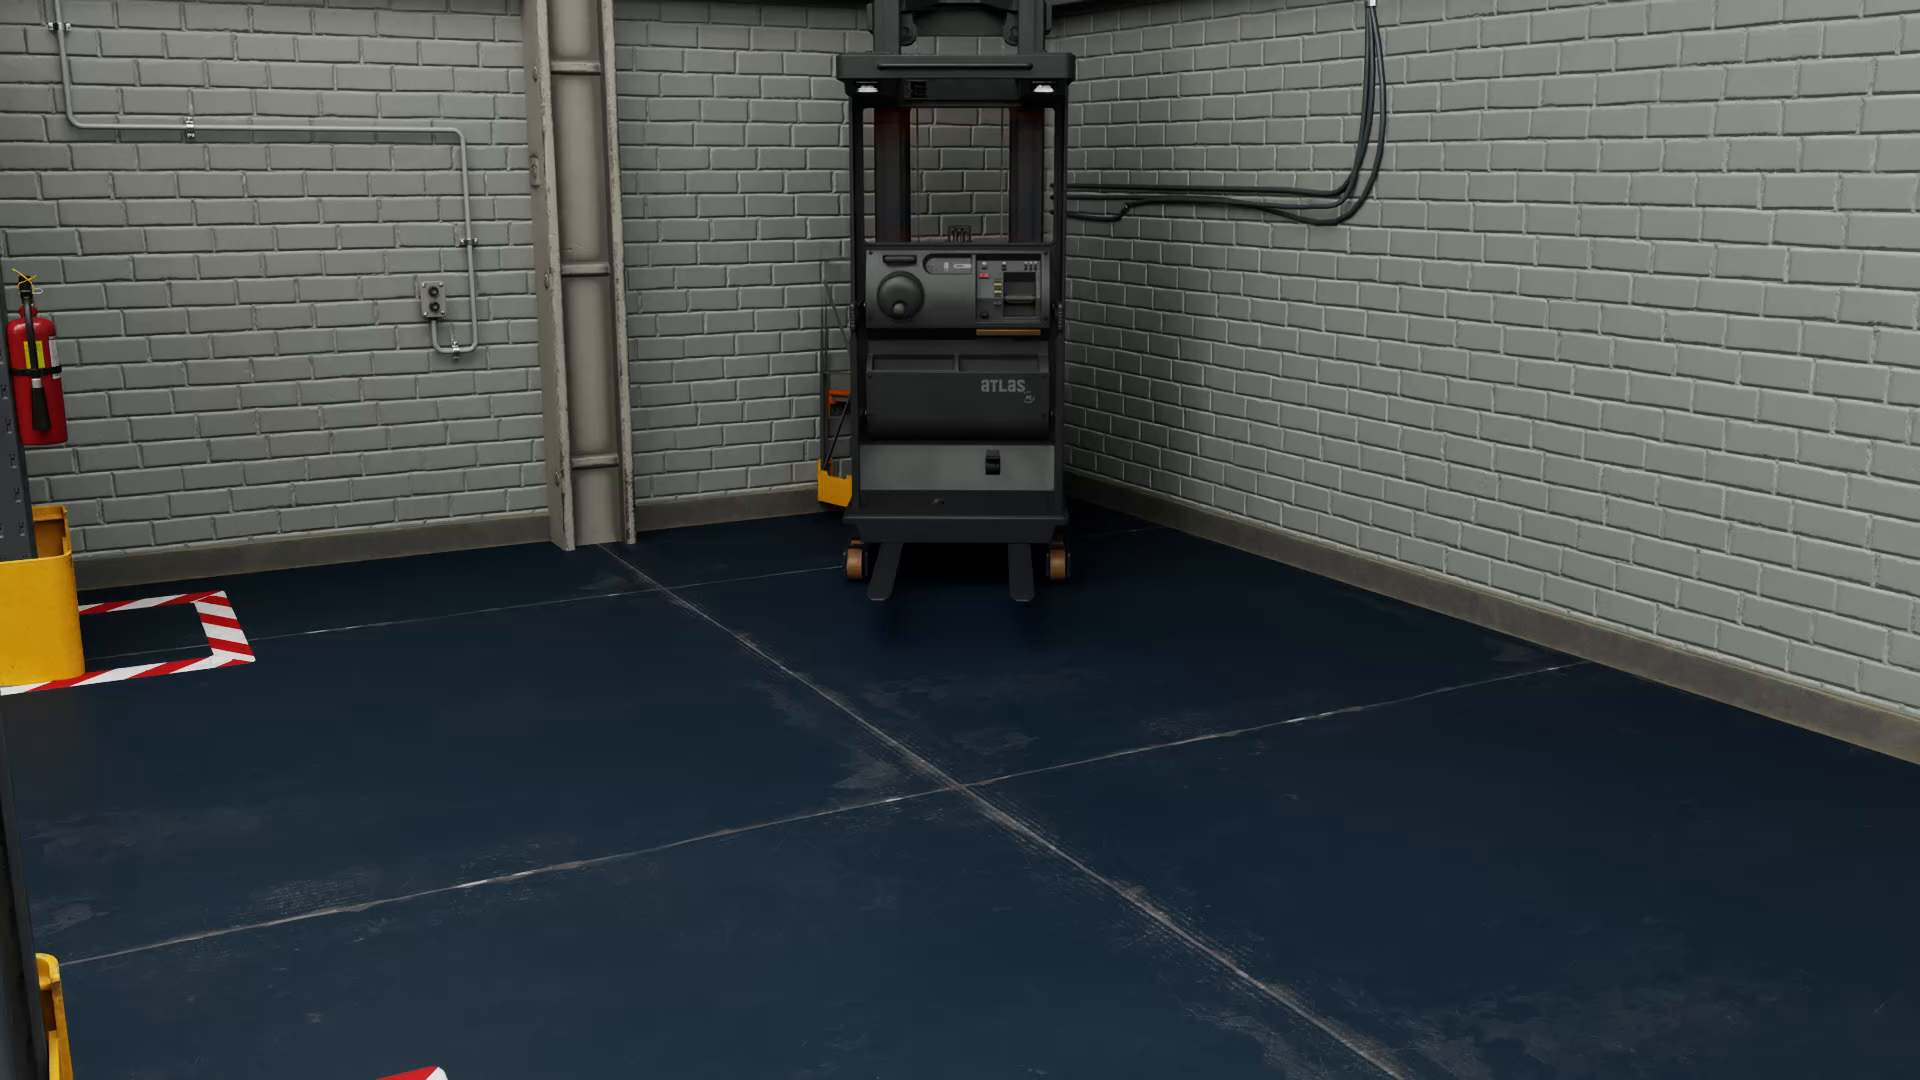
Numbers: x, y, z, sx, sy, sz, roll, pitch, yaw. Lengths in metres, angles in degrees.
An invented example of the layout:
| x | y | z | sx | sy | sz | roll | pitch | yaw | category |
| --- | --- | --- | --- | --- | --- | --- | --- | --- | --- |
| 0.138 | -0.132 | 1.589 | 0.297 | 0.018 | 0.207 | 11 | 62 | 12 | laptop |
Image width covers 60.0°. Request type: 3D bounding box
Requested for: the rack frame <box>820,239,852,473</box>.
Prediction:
| x | y | z | sx | sy | sz | roll | pitch | yaw | category |
| --- | --- | --- | --- | --- | --- | --- | --- | --- | --- |
| -0.691 | -0.947 | 9.484 | 0.032 | 1.500 | 0.500 | -4 | 8 | -27 | rack frame |

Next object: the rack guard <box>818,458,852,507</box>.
| x | y | z | sx | sy | sz | roll | pitch | yaw | category |
| --- | --- | --- | --- | --- | --- | --- | --- | --- | --- |
| -0.674 | -0.328 | 9.571 | 0.087 | 0.250 | 0.587 | -4 | 8 | -27 | rack guard |

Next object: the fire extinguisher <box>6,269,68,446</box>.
| x | y | z | sx | sy | sz | roll | pitch | yaw | category |
| --- | --- | --- | --- | --- | --- | --- | --- | --- | --- |
| -3.604 | -0.713 | 6.470 | 0.183 | 0.674 | 0.296 | -7 | 14 | -28 | fire extinguisher |

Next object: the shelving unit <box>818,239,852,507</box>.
| x | y | z | sx | sy | sz | roll | pitch | yaw | category |
| --- | --- | --- | --- | --- | --- | --- | --- | --- | --- |
| -0.231 | -0.976 | 9.720 | 1.083 | 1.500 | 0.587 | -4 | 8 | -27 | shelving unit |

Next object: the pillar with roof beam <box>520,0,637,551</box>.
| x | y | z | sx | sy | sz | roll | pitch | yaw | category |
| --- | --- | --- | --- | --- | --- | --- | --- | --- | --- |
| 0.061 | -3.553 | 4.403 | 0.400 | 9.000 | 9.100 | -7 | 14 | -28 | pillar with roof beam |

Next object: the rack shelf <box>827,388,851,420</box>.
| x | y | z | sx | sy | sz | roll | pitch | yaw | category |
| --- | --- | --- | --- | --- | --- | --- | --- | --- | --- |
| -0.240 | -0.797 | 9.738 | 1.000 | 0.185 | 0.538 | -4 | 8 | -27 | rack shelf |

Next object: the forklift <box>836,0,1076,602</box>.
| x | y | z | sx | sy | sz | roll | pitch | yaw | category |
| --- | --- | --- | --- | --- | --- | --- | --- | --- | --- |
| -0.012 | -1.292 | 8.174 | 1.130 | 2.935 | 3.031 | 0 | 13 | 1 | forklift |

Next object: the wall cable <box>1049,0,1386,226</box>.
| x | y | z | sx | sy | sz | roll | pitch | yaw | category |
| --- | --- | --- | --- | --- | --- | --- | --- | --- | --- |
| 1.178 | -2.943 | 8.765 | 0.112 | 2.526 | 3.097 | -7 | 14 | -28 | wall cable |

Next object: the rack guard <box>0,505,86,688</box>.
| x | y | z | sx | sy | sz | roll | pitch | yaw | category |
| --- | --- | --- | --- | --- | --- | --- | --- | --- | --- |
| -3.936 | 0.212 | 7.031 | 0.348 | 0.500 | 1.175 | -7 | 14 | -28 | rack guard |

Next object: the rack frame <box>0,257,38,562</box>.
| x | y | z | sx | sy | sz | roll | pitch | yaw | category |
| --- | --- | --- | --- | --- | --- | --- | --- | --- | --- |
| -3.957 | -1.005 | 6.745 | 0.127 | 3.000 | 1.000 | -7 | 14 | -28 | rack frame |

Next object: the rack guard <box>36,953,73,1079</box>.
| x | y | z | sx | sy | sz | roll | pitch | yaw | category |
| --- | --- | --- | --- | --- | --- | --- | --- | --- | --- |
| -1.647 | 1.176 | 2.744 | 0.348 | 0.500 | 1.175 | -7 | 14 | -28 | rack guard |

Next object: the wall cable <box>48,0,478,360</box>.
| x | y | z | sx | sy | sz | roll | pitch | yaw | category |
| --- | --- | --- | --- | --- | --- | --- | --- | --- | --- |
| -3.287 | -1.818 | 8.042 | 1.851 | 1.984 | 0.084 | -7 | 14 | -28 | wall cable |
